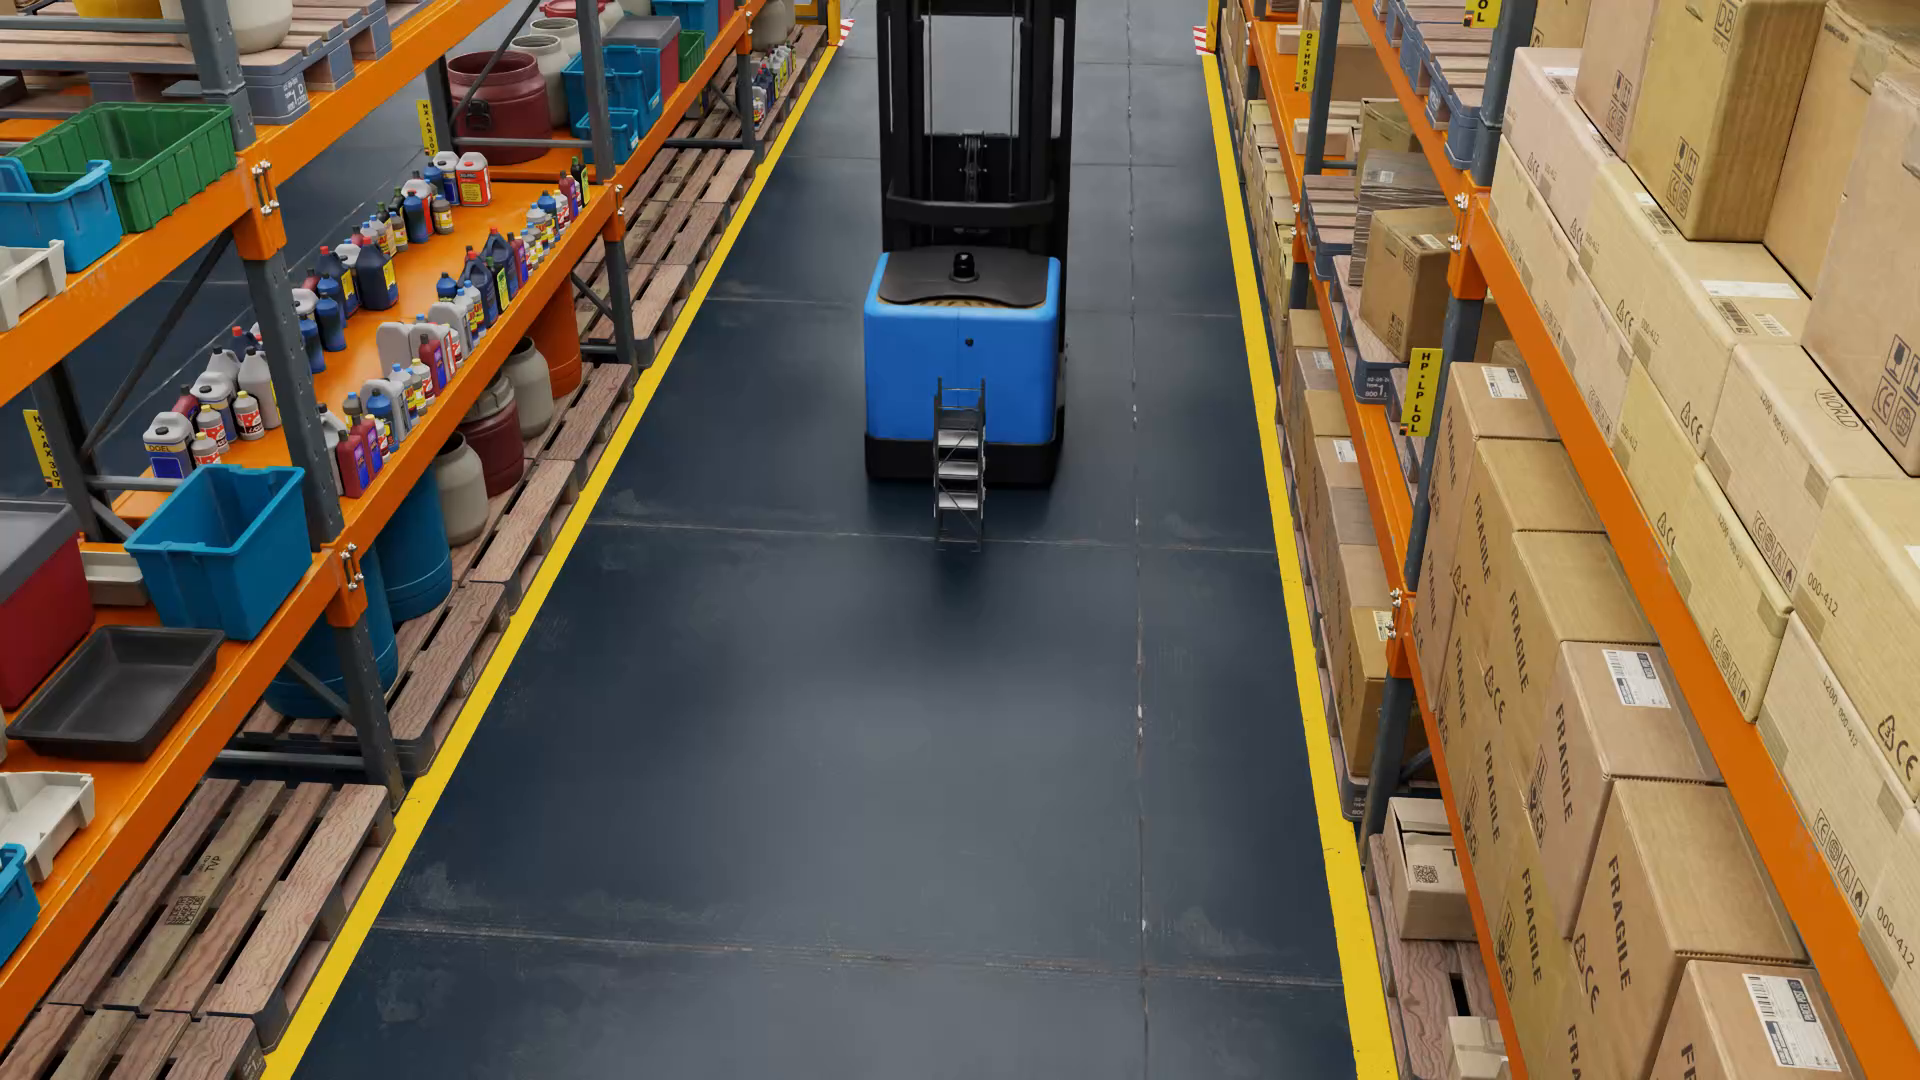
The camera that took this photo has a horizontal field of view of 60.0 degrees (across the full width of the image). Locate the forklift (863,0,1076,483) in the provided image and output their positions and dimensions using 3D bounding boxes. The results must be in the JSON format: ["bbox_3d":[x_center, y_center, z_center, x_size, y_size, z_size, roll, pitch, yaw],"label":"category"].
[{"bbox_3d":[0.109,-2.305,9.697,1.130,2.935,3.031,2,32,4],"label":"forklift"}]

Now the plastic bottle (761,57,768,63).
[{"bbox_3d":[-1.756,-4.277,15.079,0.097,0.201,0.097,0,32,0],"label":"plastic bottle"}]

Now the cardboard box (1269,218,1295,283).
[{"bbox_3d":[2.260,-1.874,10.618,0.500,0.311,0.500,2,32,3],"label":"cardboard box"}]

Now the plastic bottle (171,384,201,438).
[{"bbox_3d":[-3.152,-0.486,6.790,0.061,0.283,0.133,2,32,4],"label":"plastic bottle"}]

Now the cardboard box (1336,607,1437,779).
[{"bbox_3d":[1.856,0.627,6.836,0.500,0.500,0.500,2,32,4],"label":"cardboard box"}]

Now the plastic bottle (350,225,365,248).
[{"bbox_3d":[-3.006,-1.420,8.306,0.061,0.283,0.133,2,32,4],"label":"plastic bottle"}]

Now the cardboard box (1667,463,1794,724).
[{"bbox_3d":[1.634,0.096,3.018,0.500,0.250,0.500,2,32,4],"label":"cardboard box"}]

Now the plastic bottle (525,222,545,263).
[{"bbox_3d":[-2.203,-1.535,8.571,0.097,0.201,0.097,0,32,0],"label":"plastic bottle"}]

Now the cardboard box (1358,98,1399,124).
[{"bbox_3d":[2.693,-2.492,10.020,0.500,0.311,0.500,2,32,3],"label":"cardboard box"}]

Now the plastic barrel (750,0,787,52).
[{"bbox_3d":[-1.876,-4.978,15.939,0.421,0.512,0.421,0,32,0],"label":"plastic barrel"}]

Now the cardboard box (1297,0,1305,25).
[{"bbox_3d":[2.756,-3.839,12.264,0.500,0.250,0.500,4,32,7],"label":"cardboard box"}]

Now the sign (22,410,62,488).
[{"bbox_3d":[-3.383,-0.335,6.171,0.100,0.325,0.005,2,32,4],"label":"sign"}]

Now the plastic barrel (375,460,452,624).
[{"bbox_3d":[-2.716,-0.132,7.705,0.600,0.901,0.708,2,32,4],"label":"plastic barrel"}]

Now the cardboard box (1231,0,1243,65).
[{"bbox_3d":[2.688,-4.526,14.741,0.500,0.500,0.500,2,32,4],"label":"cardboard box"}]

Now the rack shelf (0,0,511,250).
[{"bbox_3d":[-2.672,-2.209,7.302,1.077,0.370,4.000,2,32,4],"label":"rack shelf"}]

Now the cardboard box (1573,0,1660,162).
[{"bbox_3d":[1.918,-1.213,3.952,0.700,0.500,0.500,2,32,4],"label":"cardboard box"}]

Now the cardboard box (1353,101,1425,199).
[{"bbox_3d":[2.488,-1.958,8.573,0.700,0.500,0.500,-8,33,-13],"label":"cardboard box"}]

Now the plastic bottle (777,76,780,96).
[{"bbox_3d":[-1.643,-4.022,14.665,0.097,0.201,0.097,0,32,0],"label":"plastic bottle"}]

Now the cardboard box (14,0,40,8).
[{"bbox_3d":[-7.325,-4.612,12.403,1.000,1.000,1.000,3,32,4],"label":"cardboard box"}]

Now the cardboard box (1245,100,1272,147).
[{"bbox_3d":[2.471,-3.204,12.776,0.500,0.311,0.500,3,32,4],"label":"cardboard box"}]

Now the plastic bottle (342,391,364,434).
[{"bbox_3d":[-2.514,-0.521,6.925,0.097,0.201,0.097,0,32,0],"label":"plastic bottle"}]

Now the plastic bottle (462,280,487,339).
[{"bbox_3d":[-2.279,-1.080,7.765,0.097,0.271,0.097,0,32,0],"label":"plastic bottle"}]

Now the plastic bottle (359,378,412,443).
[{"bbox_3d":[-2.388,-0.557,6.913,0.152,0.276,0.135,2,32,4],"label":"plastic bottle"}]

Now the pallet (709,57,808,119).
[{"bbox_3d":[-1.991,-4.178,15.328,1.003,0.211,1.213,2,32,4],"label":"pallet"}]

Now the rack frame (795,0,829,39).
[{"bbox_3d":[-1.858,-6.468,16.386,1.000,3.000,0.127,2,32,4],"label":"rack frame"}]

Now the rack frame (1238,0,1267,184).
[{"bbox_3d":[2.753,-4.162,12.645,1.000,3.000,0.127,2,32,4],"label":"rack frame"}]

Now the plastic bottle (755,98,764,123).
[{"bbox_3d":[-1.704,-3.626,14.023,0.097,0.201,0.097,0,32,0],"label":"plastic bottle"}]

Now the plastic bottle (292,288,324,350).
[{"bbox_3d":[-3.025,-1.006,7.642,0.152,0.276,0.135,2,32,4],"label":"plastic bottle"}]

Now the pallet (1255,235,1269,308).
[{"bbox_3d":[2.635,-1.949,11.711,1.003,0.211,1.213,2,32,4],"label":"pallet"}]

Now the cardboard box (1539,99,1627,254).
[{"bbox_3d":[1.775,-0.900,4.159,0.500,0.250,0.500,2,32,4],"label":"cardboard box"}]

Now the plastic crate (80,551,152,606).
[{"bbox_3d":[-3.015,0.131,5.872,0.396,0.136,0.243,2,32,4],"label":"plastic crate"}]

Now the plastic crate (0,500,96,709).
[{"bbox_3d":[-3.158,0.211,5.431,0.402,0.464,0.583,2,32,4],"label":"plastic crate"}]

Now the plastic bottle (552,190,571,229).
[{"bbox_3d":[-2.164,-1.790,8.984,0.097,0.201,0.097,0,32,0],"label":"plastic bottle"}]

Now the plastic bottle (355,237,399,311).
[{"bbox_3d":[-2.834,-1.306,8.057,0.144,0.351,0.185,2,32,4],"label":"plastic bottle"}]

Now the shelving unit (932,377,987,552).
[{"bbox_3d":[-0.001,-0.379,8.507,0.258,0.900,0.210,2,32,4],"label":"shelving unit"}]

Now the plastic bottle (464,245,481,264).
[{"bbox_3d":[-2.369,-1.317,8.139,0.061,0.283,0.133,2,32,4],"label":"plastic bottle"}]

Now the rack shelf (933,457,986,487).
[{"bbox_3d":[-0.001,-0.350,8.525,0.258,0.077,0.200,2,32,4],"label":"rack shelf"}]

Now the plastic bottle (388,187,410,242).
[{"bbox_3d":[-2.961,-1.712,8.780,0.061,0.283,0.133,2,32,4],"label":"plastic bottle"}]

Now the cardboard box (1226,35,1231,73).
[{"bbox_3d":[2.735,-4.468,15.362,0.500,0.250,0.500,2,32,4],"label":"cardboard box"}]

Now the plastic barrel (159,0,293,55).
[{"bbox_3d":[-2.542,-1.971,5.700,0.433,0.535,0.433,0,32,0],"label":"plastic barrel"}]

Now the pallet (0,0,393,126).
[{"bbox_3d":[-2.869,-1.803,6.138,1.213,0.211,1.003,2,32,4],"label":"pallet"}]

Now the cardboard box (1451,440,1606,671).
[{"bbox_3d":[1.741,0.057,4.750,0.500,0.500,0.500,2,32,2],"label":"cardboard box"}]

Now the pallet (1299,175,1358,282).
[{"bbox_3d":[2.442,-1.632,8.721,1.213,0.211,1.003,2,32,4],"label":"pallet"}]

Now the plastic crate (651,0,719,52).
[{"bbox_3d":[-1.964,-3.779,12.038,0.392,0.384,0.575,2,32,4],"label":"plastic crate"}]

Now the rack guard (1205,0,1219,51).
[{"bbox_3d":[3.080,-5.202,16.715,1.175,0.500,0.348,2,32,4],"label":"rack guard"}]

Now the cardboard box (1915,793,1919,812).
[{"bbox_3d":[1.564,0.407,2.038,0.500,0.250,0.500,2,32,4],"label":"cardboard box"}]

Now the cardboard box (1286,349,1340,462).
[{"bbox_3d":[2.068,-0.694,8.980,0.500,0.500,0.500,1,32,2],"label":"cardboard box"}]

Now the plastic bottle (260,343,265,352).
[{"bbox_3d":[-2.928,-0.757,7.166,0.144,0.351,0.185,2,32,4],"label":"plastic bottle"}]

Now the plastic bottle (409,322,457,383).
[{"bbox_3d":[-2.342,-0.850,7.388,0.152,0.276,0.135,2,32,4],"label":"plastic bottle"}]

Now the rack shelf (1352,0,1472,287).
[{"bbox_3d":[2.264,-1.996,6.956,1.077,0.370,4.000,2,32,4],"label":"rack shelf"}]

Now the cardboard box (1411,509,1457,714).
[{"bbox_3d":[1.788,0.233,5.417,0.500,0.500,0.500,3,32,5],"label":"cardboard box"}]

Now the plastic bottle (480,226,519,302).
[{"bbox_3d":[-2.265,-1.354,8.136,0.144,0.351,0.185,2,32,4],"label":"plastic bottle"}]

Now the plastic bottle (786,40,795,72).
[{"bbox_3d":[-1.562,-4.457,15.294,0.061,0.283,0.133,3,32,5],"label":"plastic bottle"}]

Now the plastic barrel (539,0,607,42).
[{"bbox_3d":[-2.575,-3.333,11.170,0.433,0.535,0.433,0,32,0],"label":"plastic barrel"}]

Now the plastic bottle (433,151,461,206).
[{"bbox_3d":[-2.867,-2.019,9.285,0.152,0.276,0.135,2,32,4],"label":"plastic bottle"}]

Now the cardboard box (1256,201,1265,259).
[{"bbox_3d":[2.348,-2.166,11.626,0.500,0.250,0.500,3,32,5],"label":"cardboard box"}]

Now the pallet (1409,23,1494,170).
[{"bbox_3d":[2.225,-1.514,5.668,1.213,0.211,1.003,2,32,4],"label":"pallet"}]

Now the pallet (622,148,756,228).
[{"bbox_3d":[-2.209,-2.776,13.054,1.003,0.211,1.213,2,32,4],"label":"pallet"}]
